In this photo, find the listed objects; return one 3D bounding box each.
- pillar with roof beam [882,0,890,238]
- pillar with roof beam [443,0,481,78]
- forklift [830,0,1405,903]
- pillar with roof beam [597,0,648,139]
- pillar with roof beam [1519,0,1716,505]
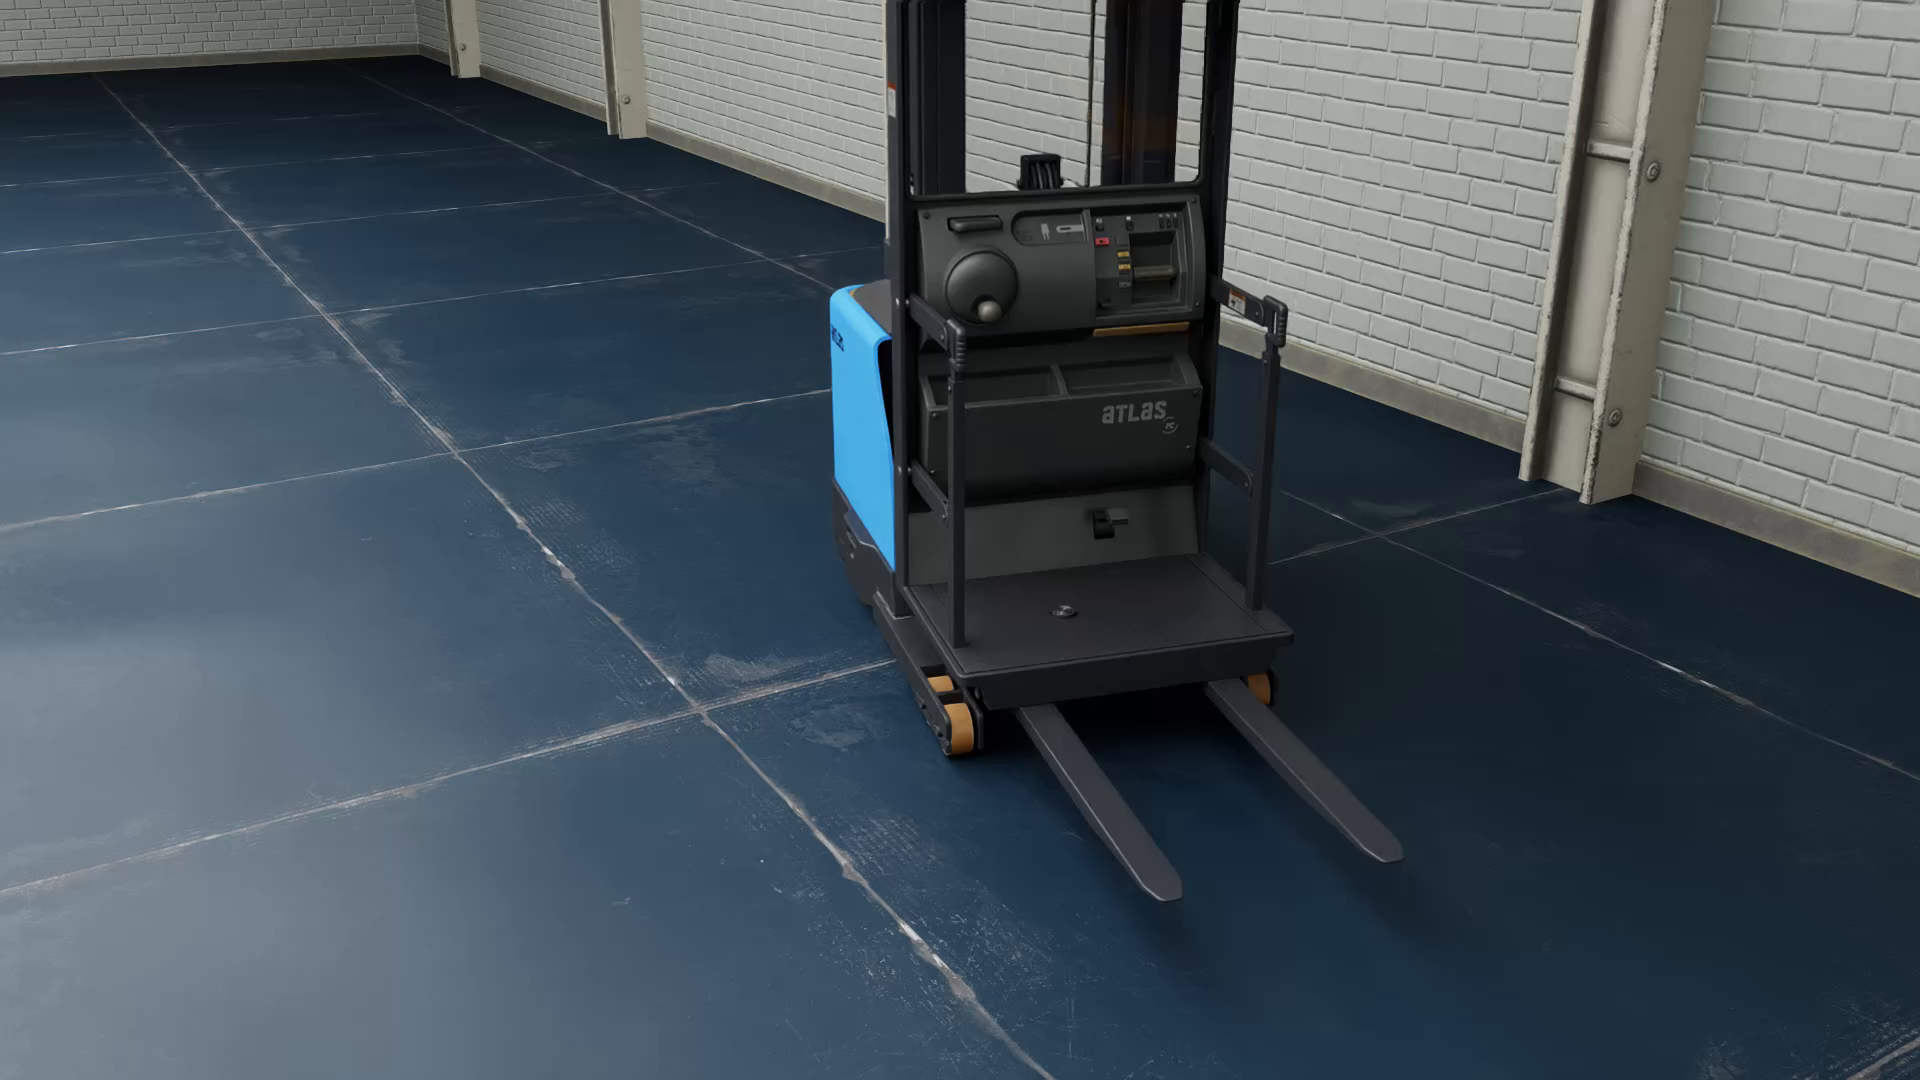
[{"bbox_3d":[-4.017,-5.529,8.463,9.100,9.000,0.400,-13,25,-28],"label":"pillar with roof beam"},{"bbox_3d":[-10.147,-9.413,18.020,9.100,9.000,0.400,-13,25,-28],"label":"pillar with roof beam"},{"bbox_3d":[0.389,-0.853,5.016,1.130,2.935,3.031,-6,23,-15],"label":"forklift"},{"bbox_3d":[-7.082,-7.471,13.242,9.100,9.000,0.400,-13,25,-28],"label":"pillar with roof beam"},{"bbox_3d":[-0.952,-3.587,3.685,9.100,9.000,0.400,-13,25,-28],"label":"pillar with roof beam"}]
